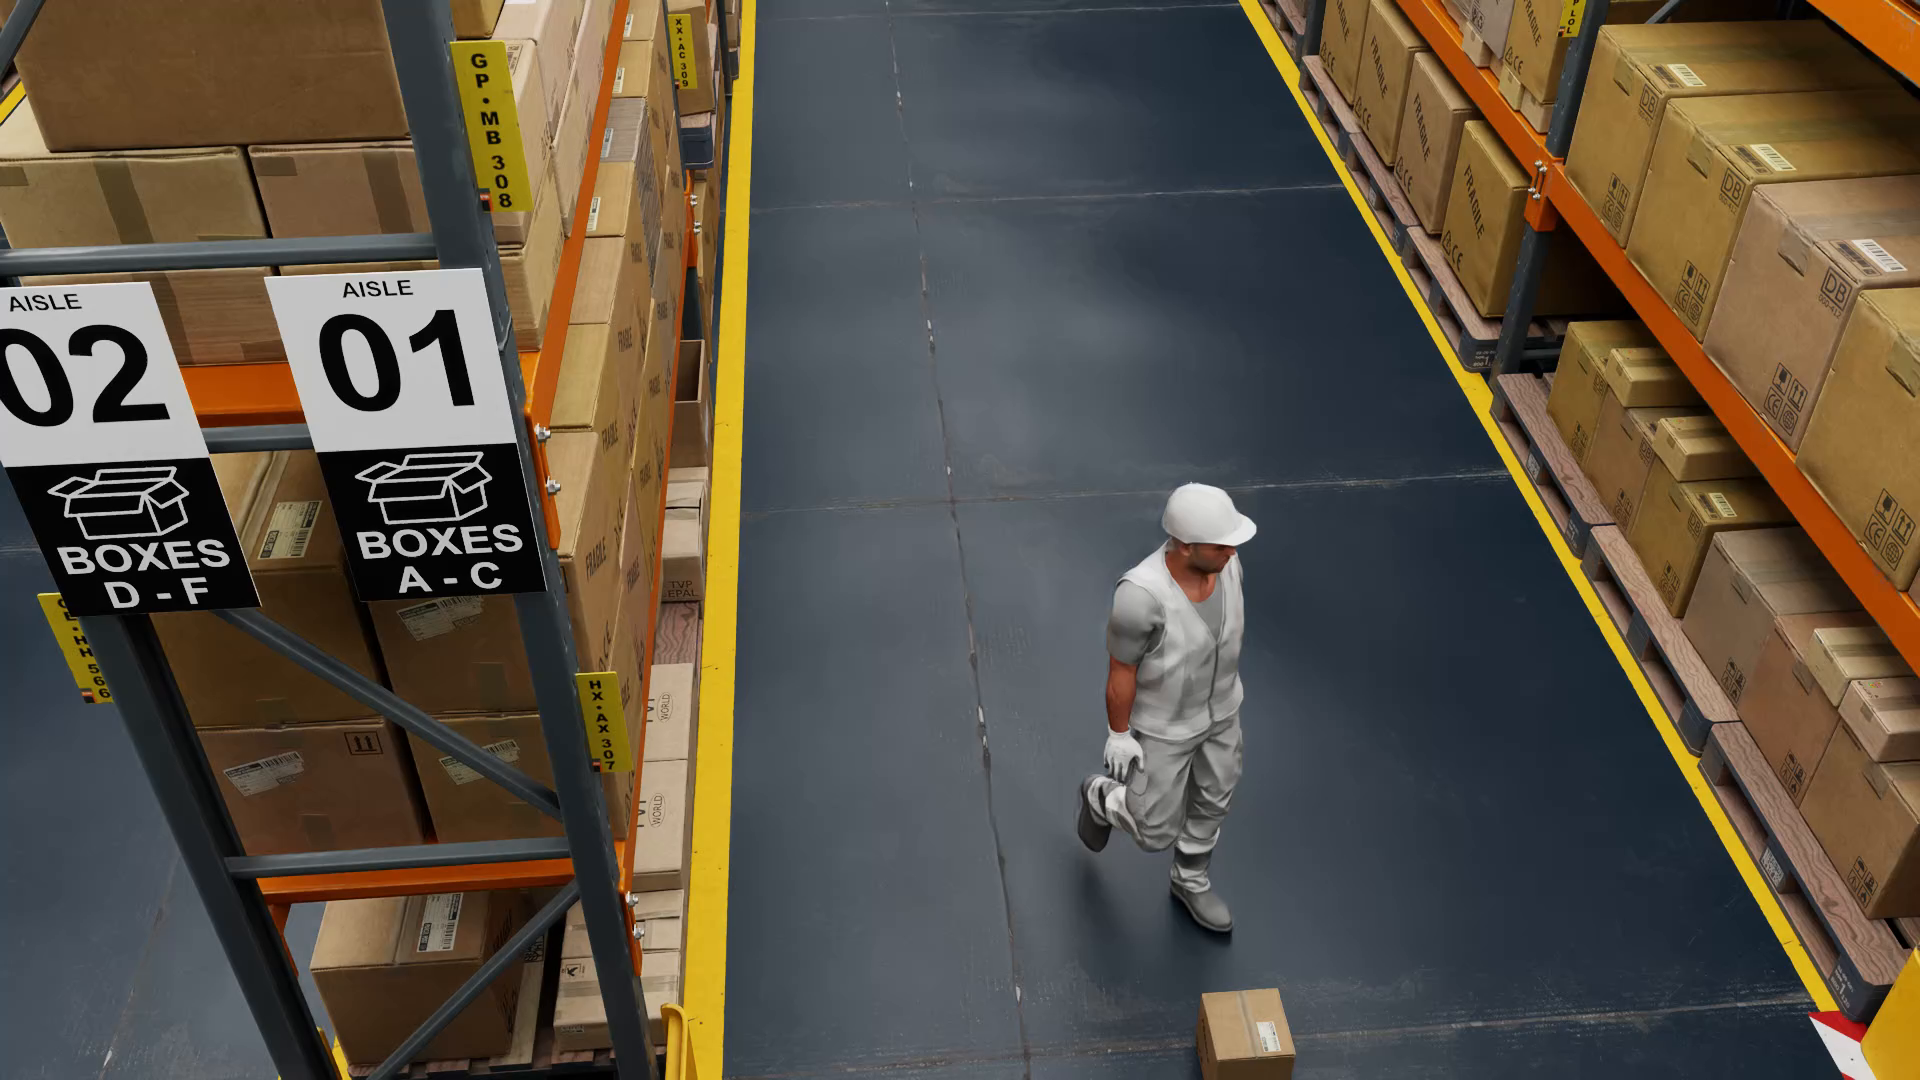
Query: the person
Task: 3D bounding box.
[{"bbox_3d":[0.691,0.552,5.425,0.563,1.778,0.650,-23,44,-26],"label":"person"}]
